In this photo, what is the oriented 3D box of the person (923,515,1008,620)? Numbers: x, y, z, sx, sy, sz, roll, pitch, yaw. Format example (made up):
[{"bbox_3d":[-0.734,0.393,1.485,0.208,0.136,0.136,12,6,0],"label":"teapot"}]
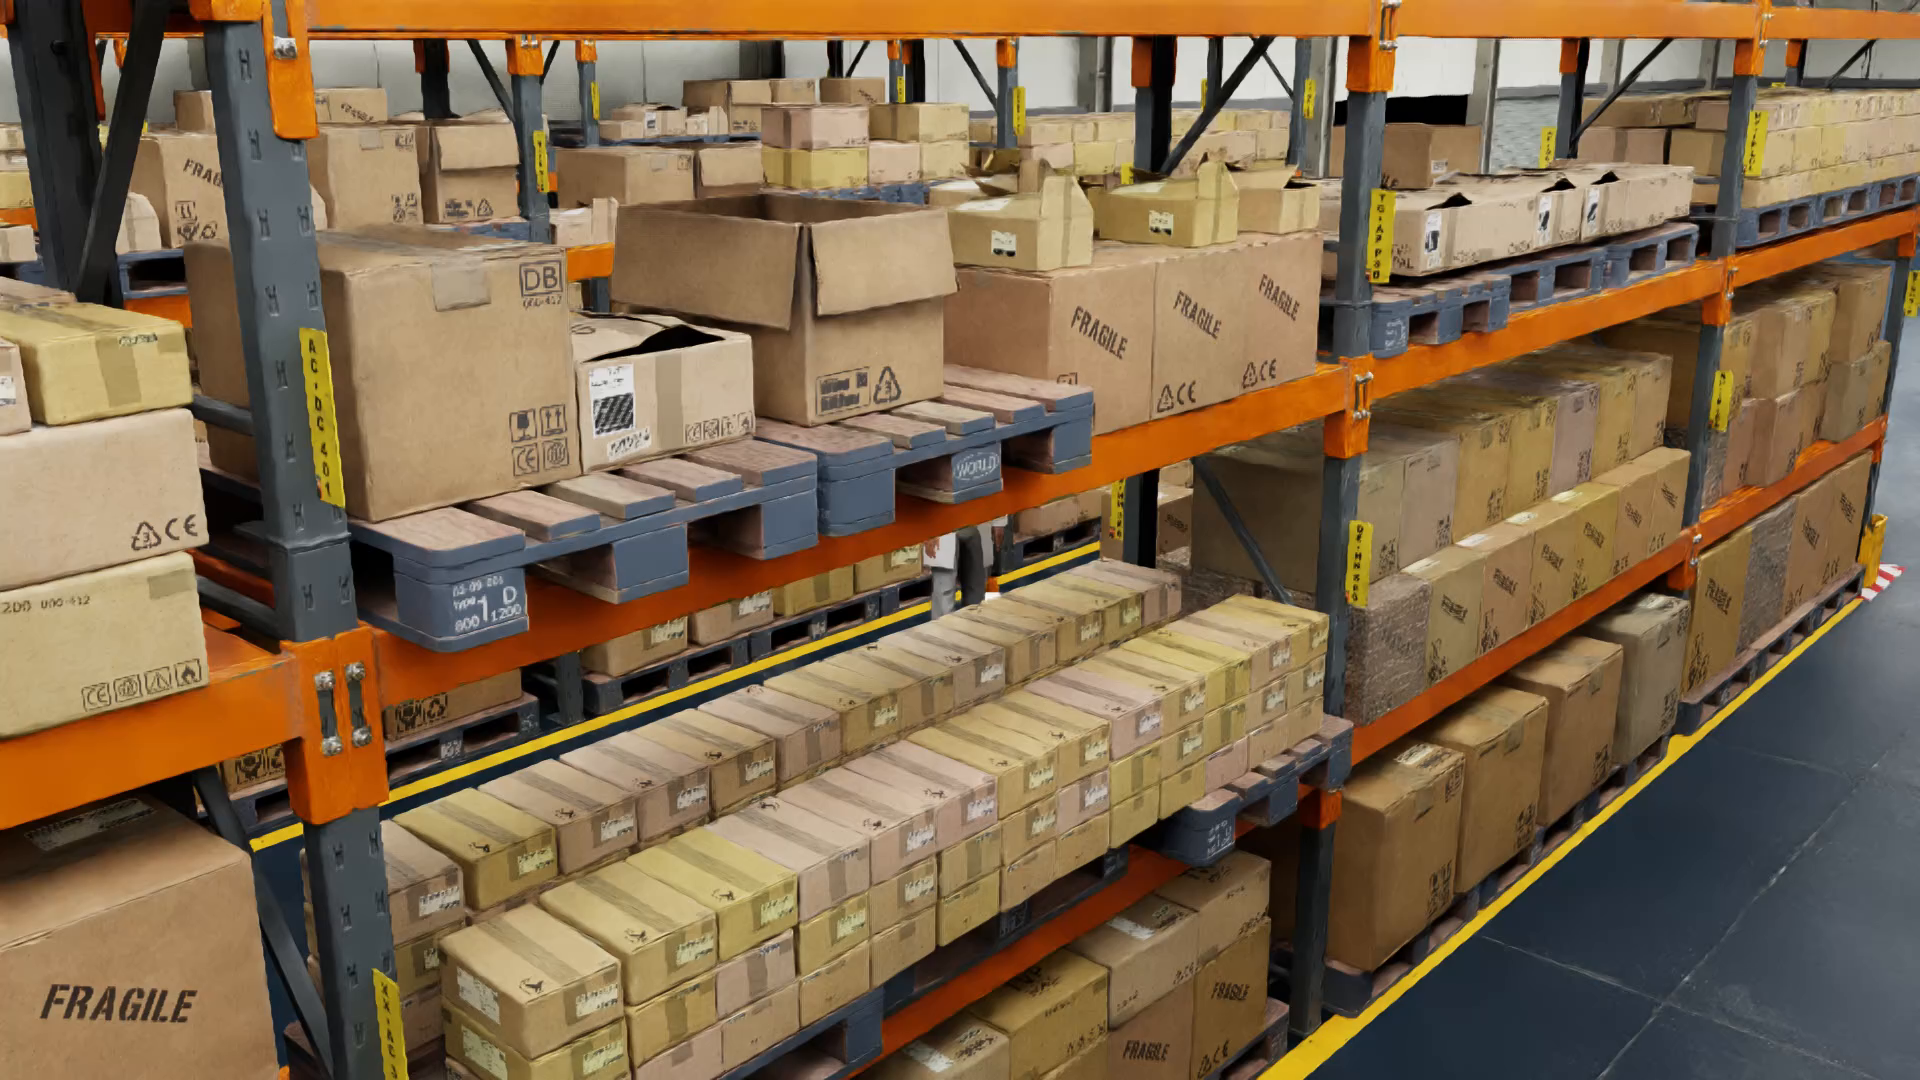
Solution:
[{"bbox_3d":[0.049,-0.048,10.638,0.622,1.782,0.557,-6,18,-20],"label":"person"}]
